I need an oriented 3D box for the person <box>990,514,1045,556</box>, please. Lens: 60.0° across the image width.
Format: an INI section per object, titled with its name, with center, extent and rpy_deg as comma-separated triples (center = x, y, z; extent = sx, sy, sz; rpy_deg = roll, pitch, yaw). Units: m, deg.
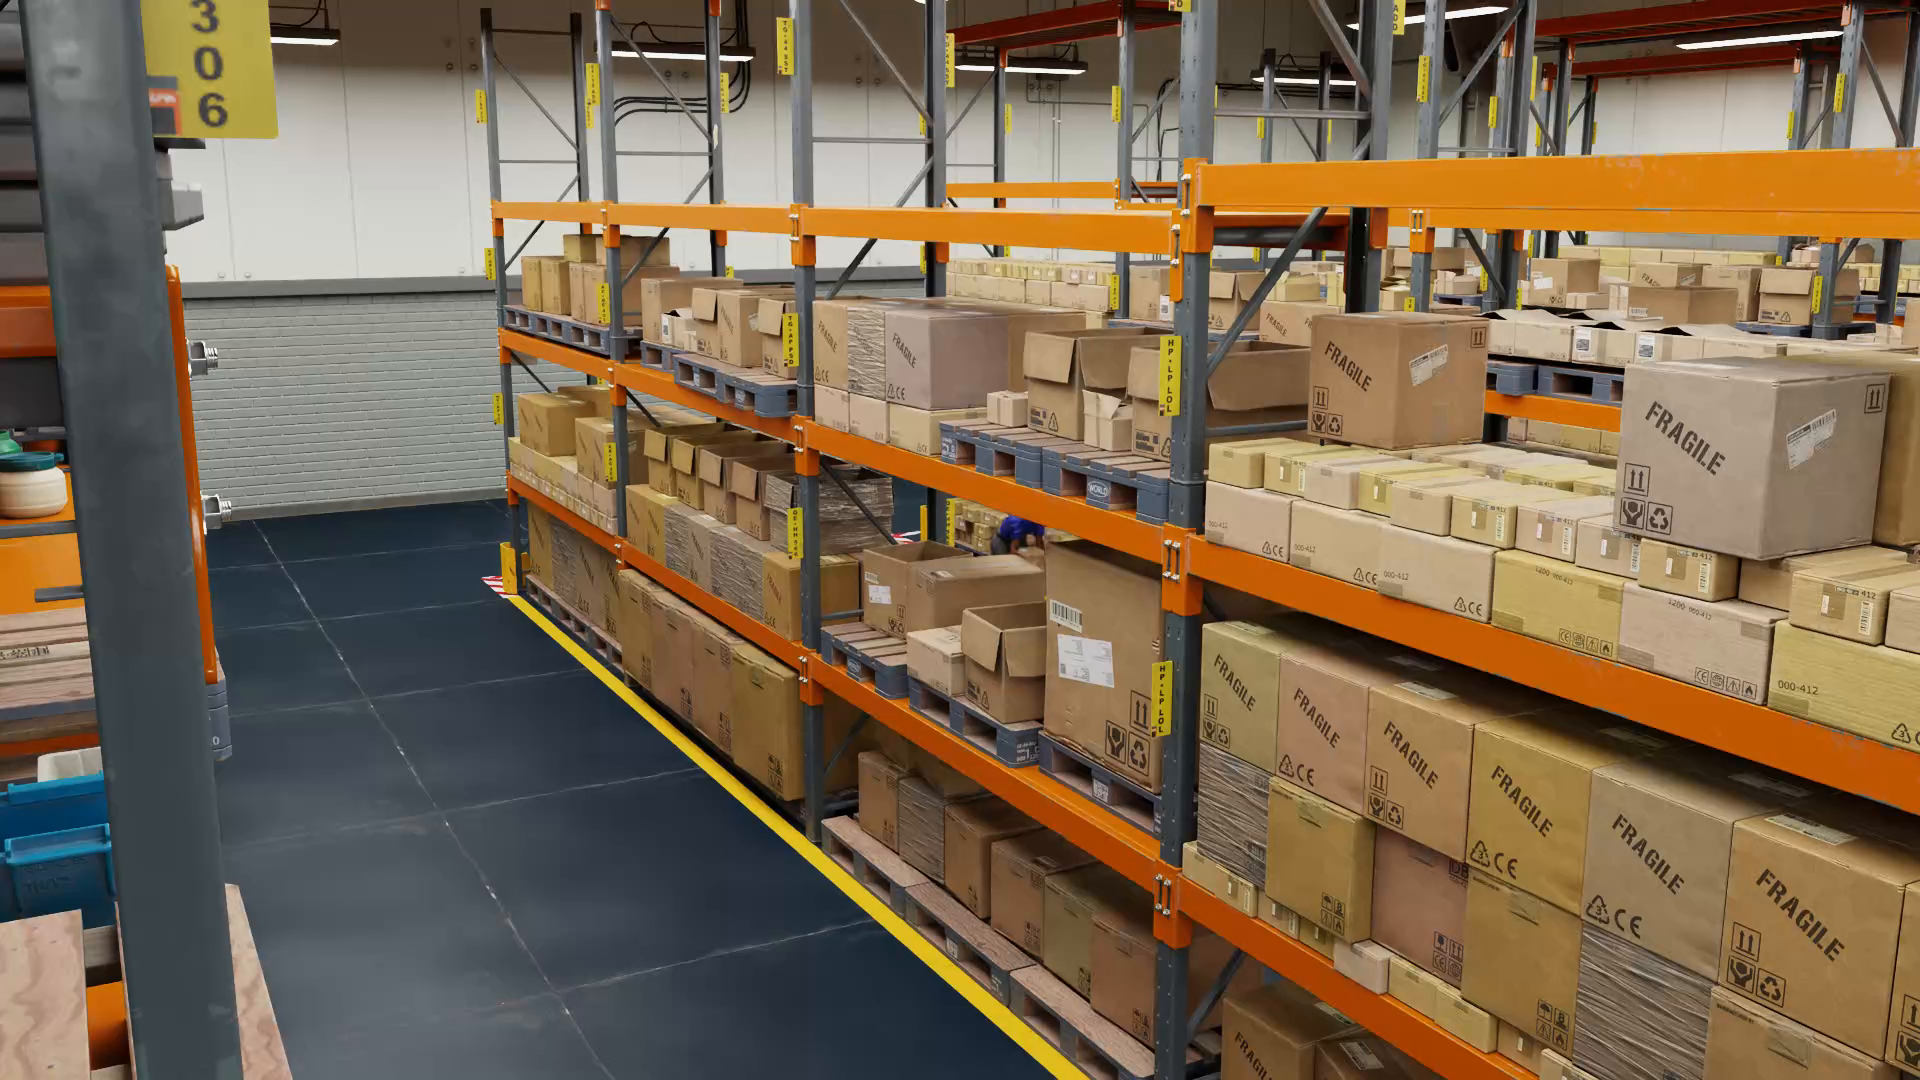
[person]
center = 0.596, 0.190, 16.098
extent = 0.411, 1.445, 0.709
rpy_deg = -7, 14, -31
